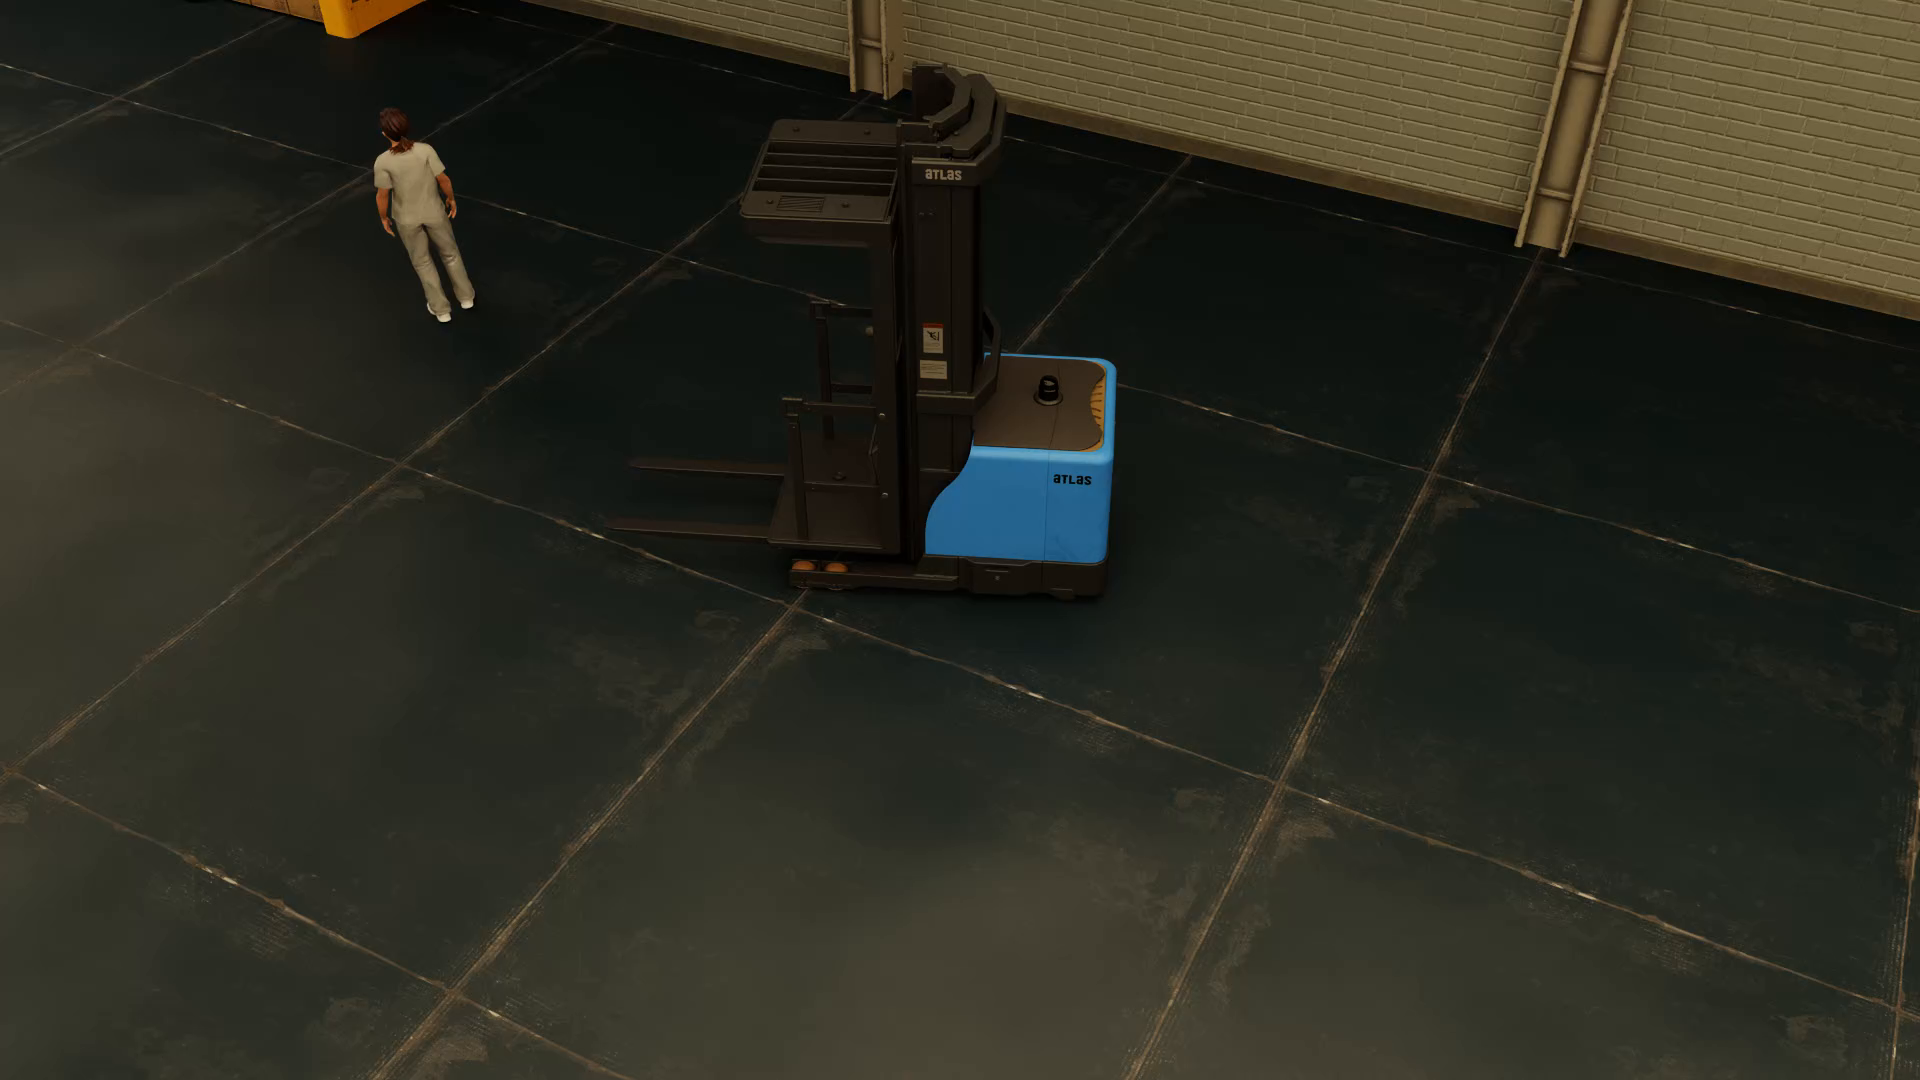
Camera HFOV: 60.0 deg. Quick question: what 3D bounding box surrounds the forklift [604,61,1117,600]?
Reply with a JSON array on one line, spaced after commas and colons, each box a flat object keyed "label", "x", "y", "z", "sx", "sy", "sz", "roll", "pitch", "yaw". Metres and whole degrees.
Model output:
[{"label": "forklift", "x": -0.606, "y": -1.157, "z": 9.360, "sx": 3.031, "sy": 2.935, "sz": 1.130, "roll": 3, "pitch": 40, "yaw": 4}]

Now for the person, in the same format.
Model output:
[{"label": "person", "x": -3.798, "y": -2.305, "z": 11.686, "sx": 0.549, "sy": 1.675, "sz": 0.549, "roll": -17, "pitch": 43, "yaw": -19}]
